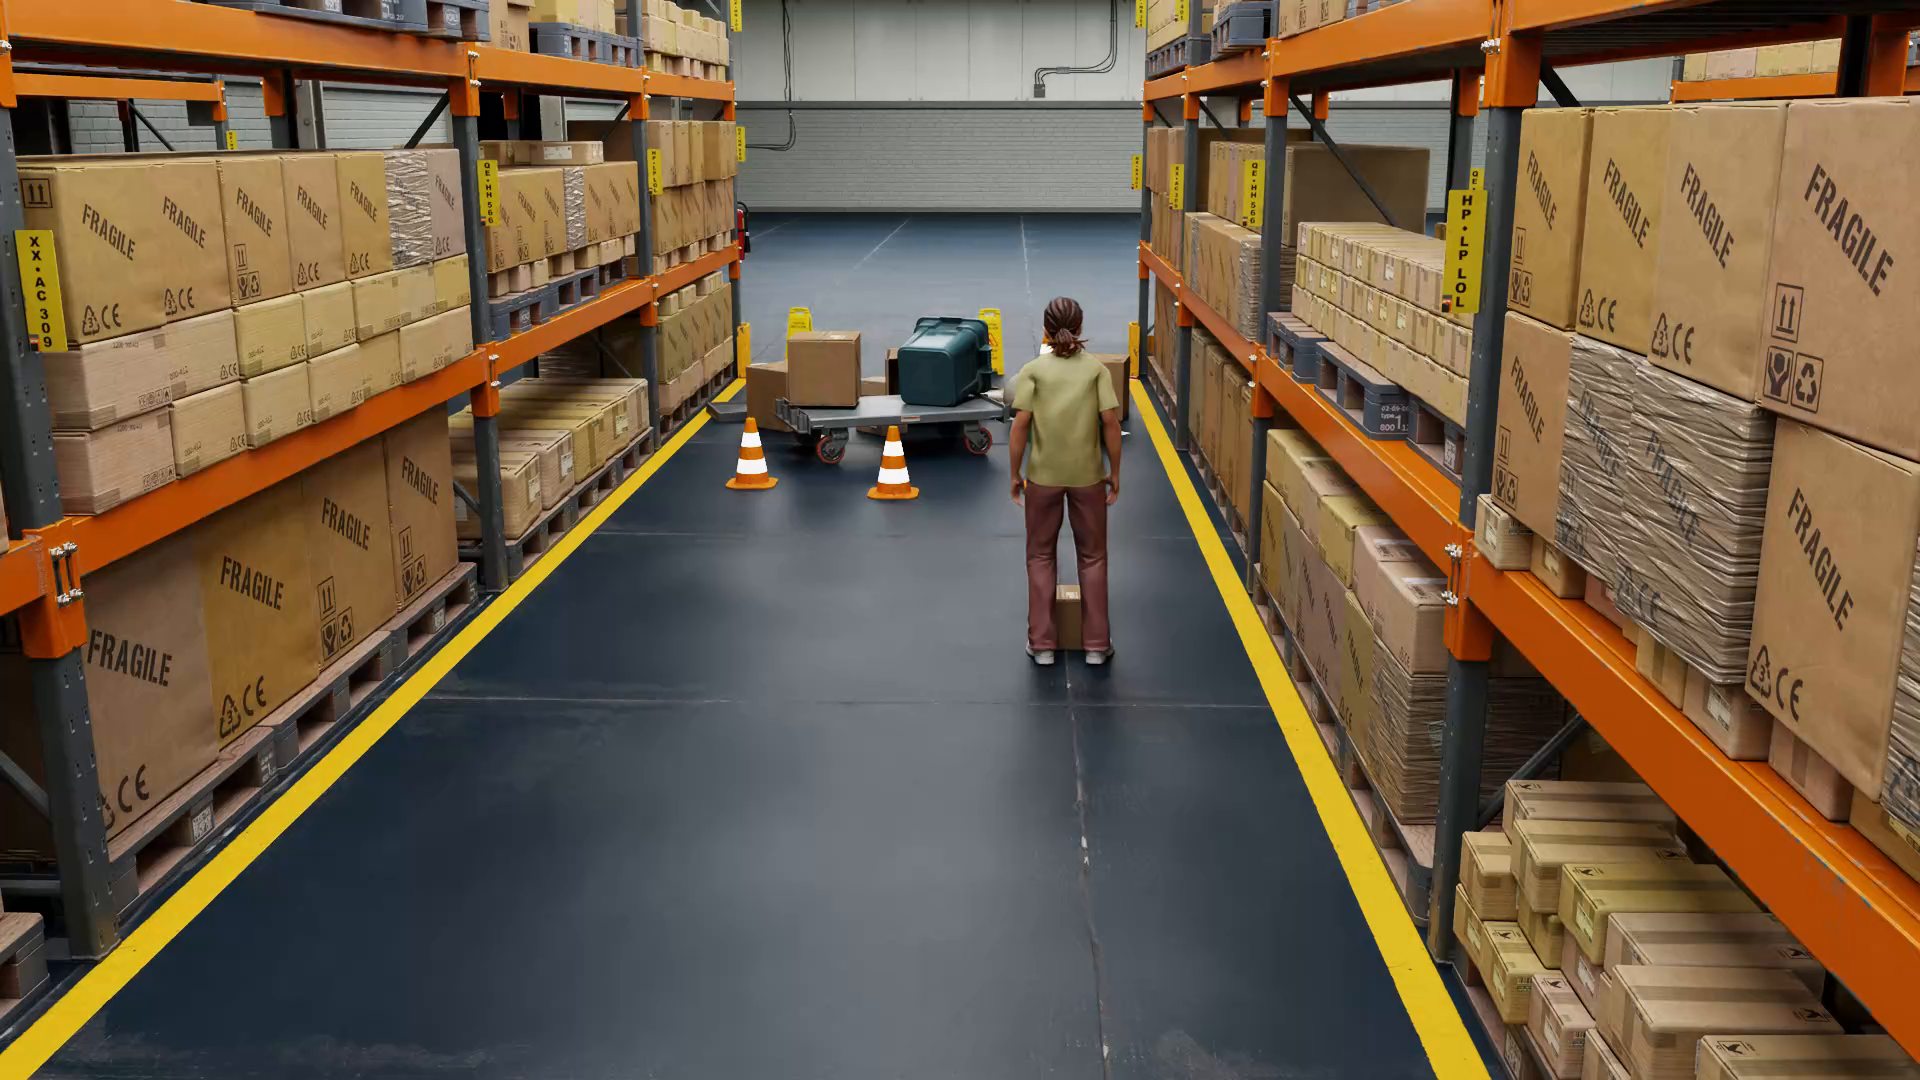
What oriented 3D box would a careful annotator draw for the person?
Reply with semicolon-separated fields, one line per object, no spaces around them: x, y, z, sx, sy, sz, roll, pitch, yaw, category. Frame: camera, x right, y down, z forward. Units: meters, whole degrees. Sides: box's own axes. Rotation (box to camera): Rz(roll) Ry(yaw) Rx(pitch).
0.475;-0.251;7.553;0.505;1.652;0.351;0;14;1;person
